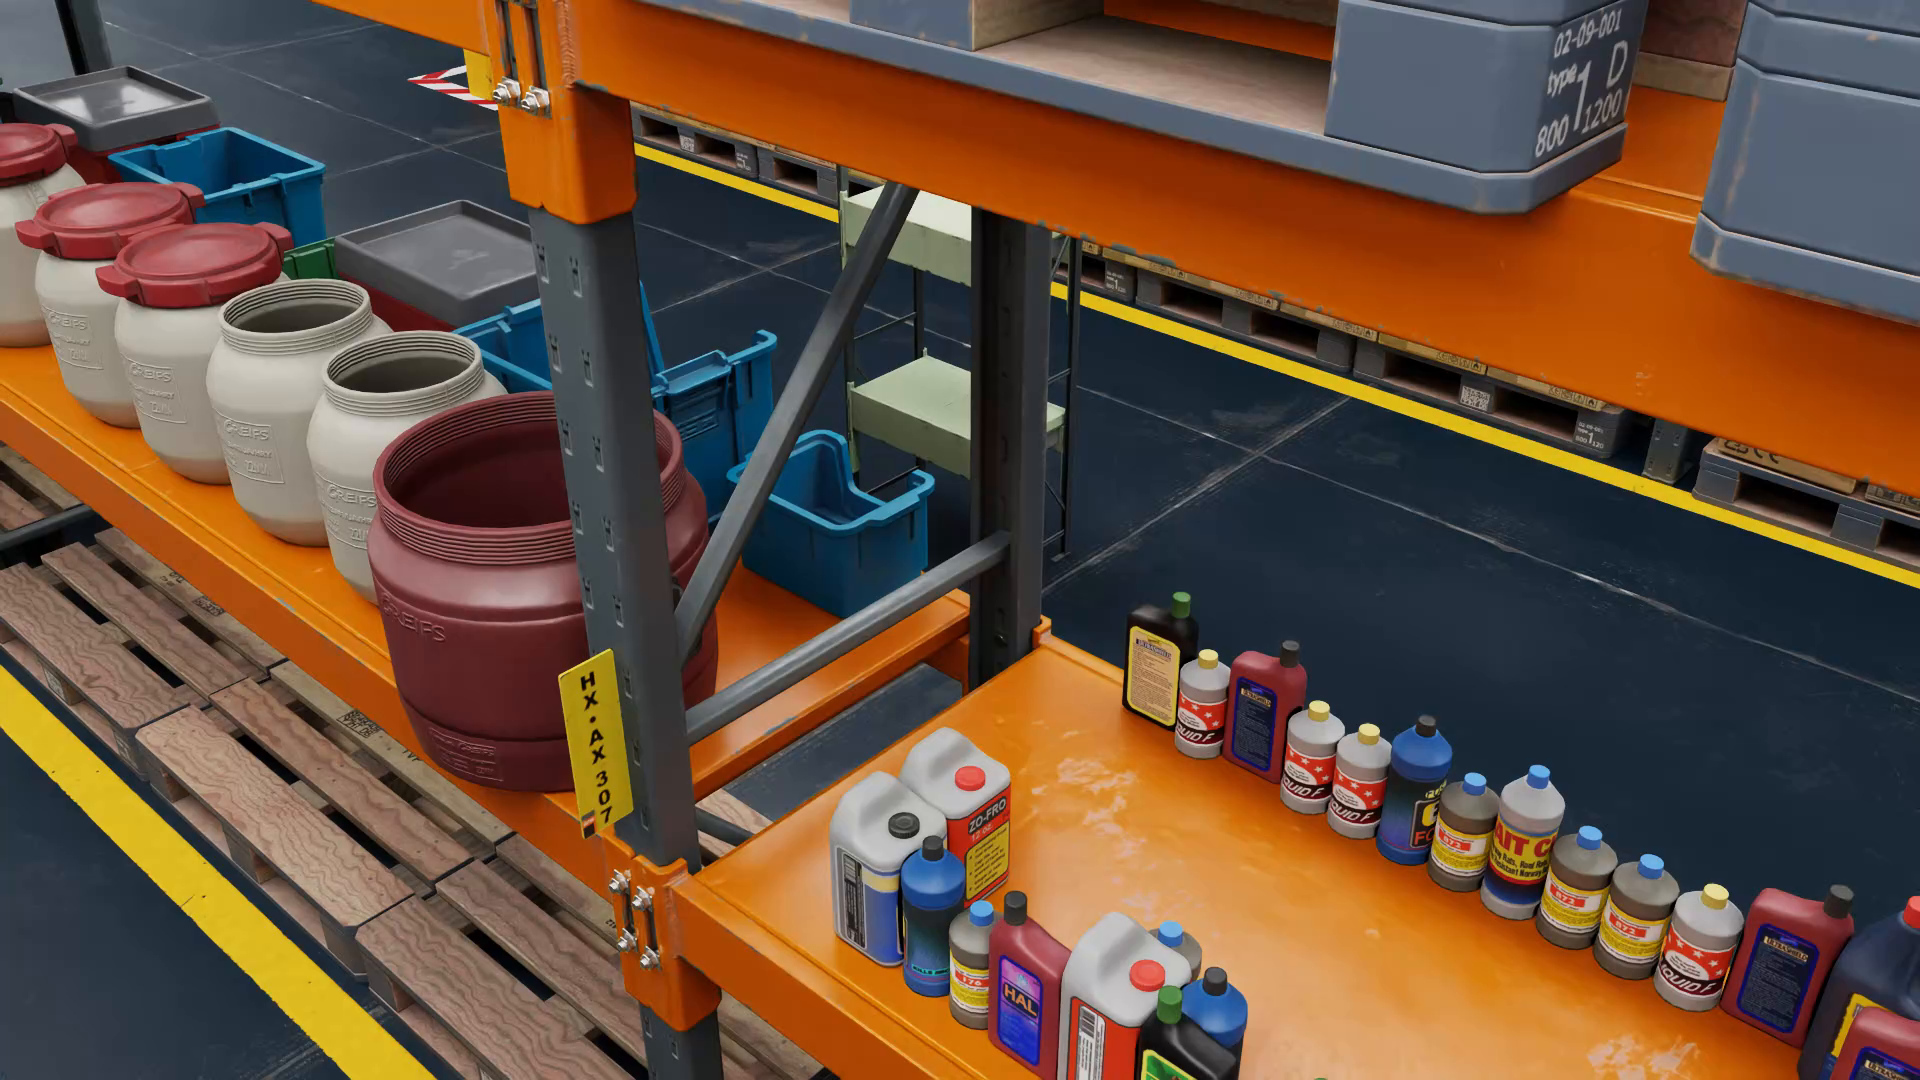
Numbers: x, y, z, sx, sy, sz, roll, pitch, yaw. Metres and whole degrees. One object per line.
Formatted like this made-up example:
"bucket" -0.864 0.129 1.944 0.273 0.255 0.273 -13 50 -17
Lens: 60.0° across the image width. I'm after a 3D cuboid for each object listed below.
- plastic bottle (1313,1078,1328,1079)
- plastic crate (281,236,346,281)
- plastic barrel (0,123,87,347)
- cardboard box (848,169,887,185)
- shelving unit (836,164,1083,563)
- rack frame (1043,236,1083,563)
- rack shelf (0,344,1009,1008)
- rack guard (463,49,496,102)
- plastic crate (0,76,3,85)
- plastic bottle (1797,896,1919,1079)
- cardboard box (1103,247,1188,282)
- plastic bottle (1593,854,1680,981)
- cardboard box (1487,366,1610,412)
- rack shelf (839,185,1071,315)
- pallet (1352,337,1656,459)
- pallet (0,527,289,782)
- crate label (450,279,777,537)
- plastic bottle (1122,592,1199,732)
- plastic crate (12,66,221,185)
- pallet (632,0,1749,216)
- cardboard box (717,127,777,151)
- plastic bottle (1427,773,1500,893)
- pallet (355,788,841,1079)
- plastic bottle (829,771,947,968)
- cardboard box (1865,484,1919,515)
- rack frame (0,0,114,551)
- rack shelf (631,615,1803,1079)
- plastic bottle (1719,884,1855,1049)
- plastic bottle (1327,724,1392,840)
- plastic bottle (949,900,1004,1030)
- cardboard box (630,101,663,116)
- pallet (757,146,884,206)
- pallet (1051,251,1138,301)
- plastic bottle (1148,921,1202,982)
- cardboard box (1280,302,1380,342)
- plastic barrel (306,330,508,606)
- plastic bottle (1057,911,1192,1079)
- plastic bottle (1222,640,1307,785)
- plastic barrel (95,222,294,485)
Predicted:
"plastic bottle" 0.475 0.811 2.107 0.133 0.283 0.061 25 39 35
"plastic crate" -1.697 -0.615 4.568 0.662 0.188 0.450 25 39 35
"plastic barrel" -2.615 -0.843 4.611 0.433 0.535 0.433 0 31 0
"cardboard box" -0.341 -2.172 9.208 0.500 0.250 0.500 25 39 35
"shelving unit" -0.005 -0.645 5.867 0.755 1.500 0.431 25 39 35
"rack frame" 0.266 -0.518 5.657 0.023 1.500 0.400 25 39 35
"rack shelf" -1.695 -0.200 4.371 4.000 0.370 1.077 25 39 35
"rack guard" -2.834 -3.415 11.438 0.348 0.500 1.175 25 39 35
"plastic crate" -3.994 -1.687 6.350 0.662 0.188 0.450 25 39 35
"plastic bottle" 1.312 0.649 2.312 0.185 0.351 0.144 25 39 35
"cardboard box" 1.046 -1.505 8.100 0.500 0.250 0.500 24 38 34
"plastic bottle" 1.052 0.575 2.579 0.097 0.201 0.097 0 31 0
"cardboard box" 2.561 -0.799 6.928 0.500 0.250 0.500 26 40 36
"rack shelf" -0.005 -0.979 5.666 0.720 0.370 0.431 25 39 35
"pallet" 2.531 -0.814 7.397 1.213 0.211 1.003 25 39 35
"pallet" -2.569 0.251 5.628 1.213 0.211 1.003 25 39 35
"crate label" -0.767 -0.278 3.769 0.616 0.435 0.502 25 39 35
"plastic bottle" 0.375 0.211 3.104 0.133 0.283 0.061 25 39 35
"plastic crate" -2.613 -1.177 5.235 0.583 0.464 0.402 25 39 35
"pallet" 0.290 -0.718 1.809 1.213 0.211 1.003 25 39 35
"cardboard box" -1.086 -2.516 9.780 0.500 0.250 0.500 25 39 35
"plastic bottle" 0.835 0.474 2.747 0.097 0.201 0.097 0 31 0
"pallet" -0.760 1.096 4.225 1.213 0.211 1.003 25 39 35
"plastic bottle" -0.108 0.511 2.614 0.135 0.276 0.152 25 39 35
"cardboard box" 3.653 -0.380 5.970 0.500 0.500 0.500 23 38 33
"rack frame" -3.177 -1.200 5.335 0.127 3.000 1.000 25 39 35
"rack shelf" 1.271 1.185 2.071 4.000 0.370 1.077 25 39 35
"plastic bottle" 1.222 0.607 2.447 0.133 0.283 0.061 25 39 35
"plastic bottle" 0.691 0.407 2.859 0.097 0.201 0.097 0 31 0
"plastic bottle" 0.032 0.627 2.493 0.097 0.201 0.097 0 31 0
"cardboard box" -1.825 -2.864 10.357 0.500 0.250 0.500 25 39 35
"pallet" -0.412 -2.190 9.682 1.213 0.211 1.003 25 39 35
"pallet" 0.722 -1.658 8.800 1.213 0.211 1.003 25 39 35
"plastic bottle" 0.305 0.649 2.457 0.097 0.201 0.097 0 31 0
"cardboard box" 1.806 -1.152 7.513 0.500 0.250 0.500 26 40 36
"plastic barrel" -1.118 -0.138 3.463 0.421 0.512 0.421 0 31 0
"plastic bottle" 0.235 0.671 2.348 0.135 0.276 0.152 25 39 35
"plastic bottle" 0.546 0.291 2.971 0.133 0.283 0.061 25 39 35
"plastic barrel" -1.750 -0.440 3.940 0.433 0.535 0.433 0 31 0
